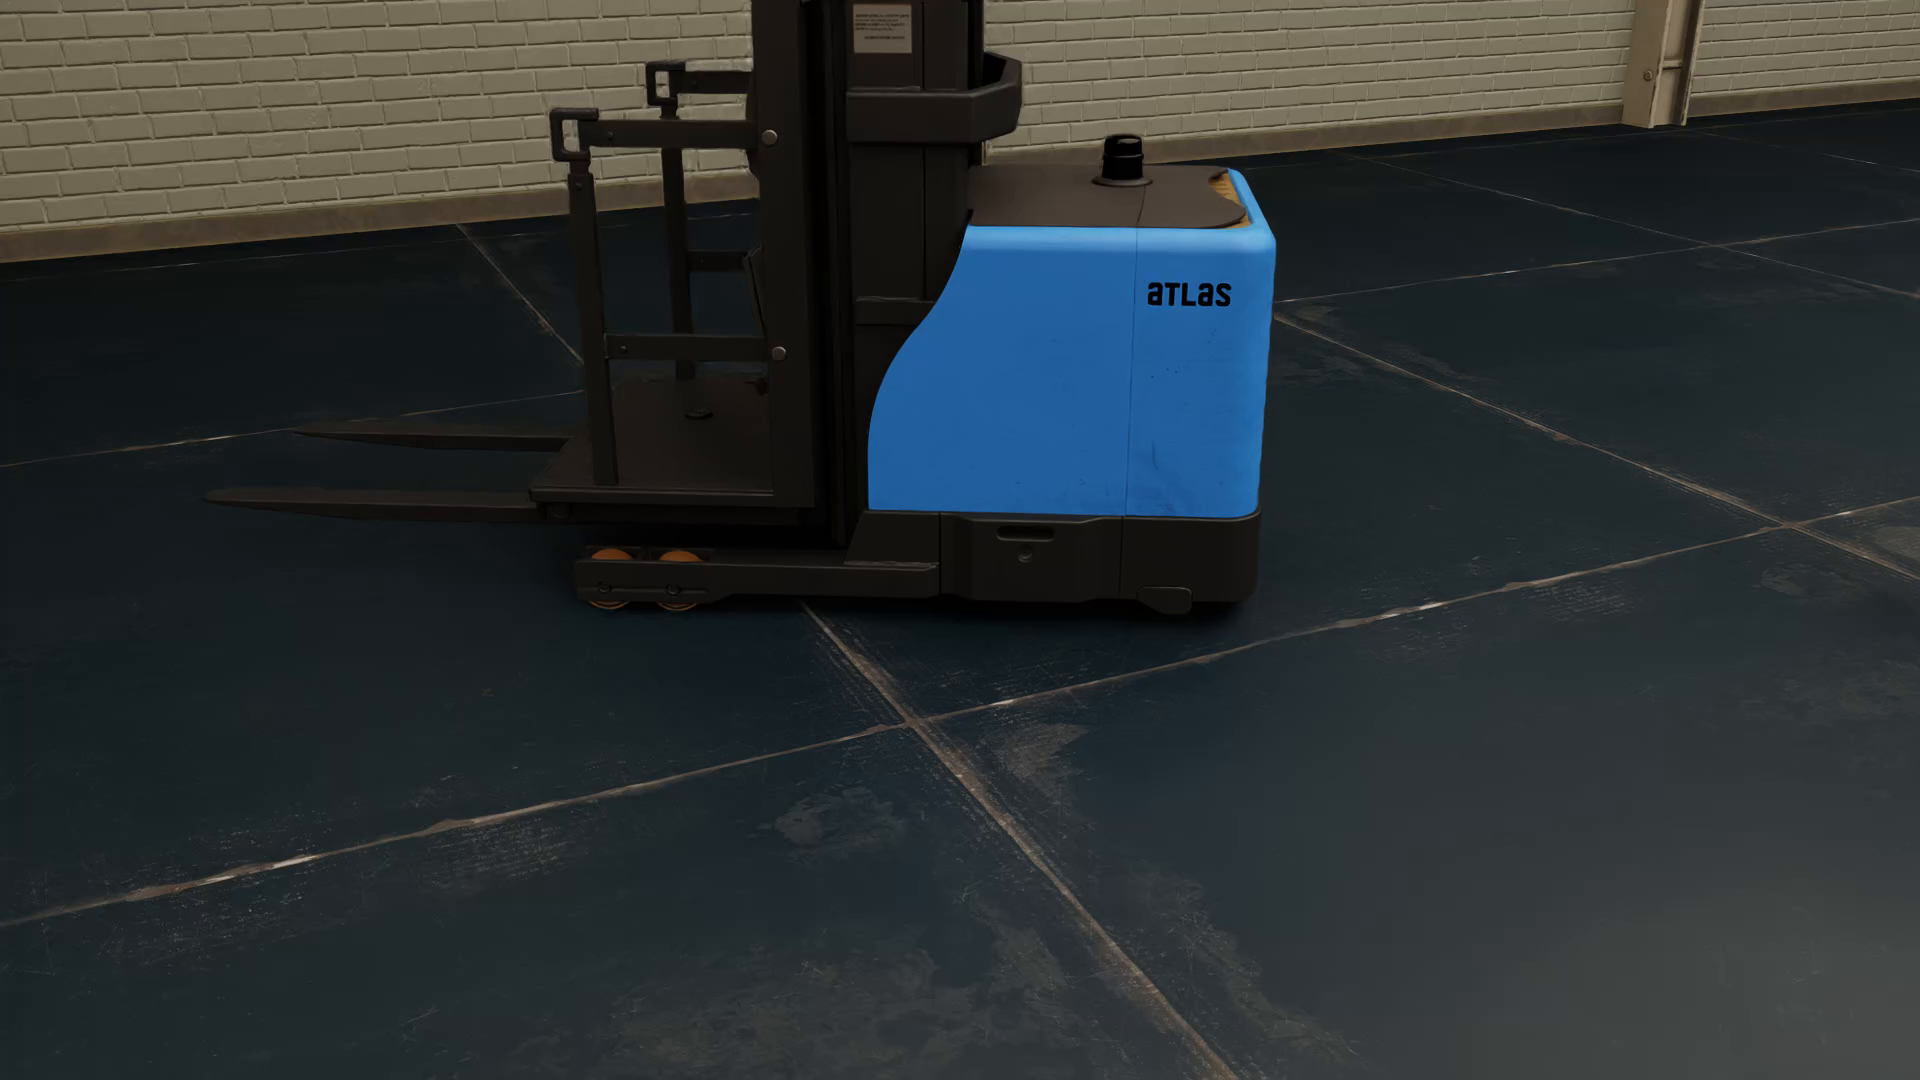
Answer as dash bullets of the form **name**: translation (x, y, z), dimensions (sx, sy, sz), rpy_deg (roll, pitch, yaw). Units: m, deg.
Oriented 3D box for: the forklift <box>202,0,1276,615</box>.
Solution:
- **forklift**: translation (-0.665, -1.355, 4.548), dimensions (3.031, 2.935, 1.130), rpy_deg (1, 23, 4)
